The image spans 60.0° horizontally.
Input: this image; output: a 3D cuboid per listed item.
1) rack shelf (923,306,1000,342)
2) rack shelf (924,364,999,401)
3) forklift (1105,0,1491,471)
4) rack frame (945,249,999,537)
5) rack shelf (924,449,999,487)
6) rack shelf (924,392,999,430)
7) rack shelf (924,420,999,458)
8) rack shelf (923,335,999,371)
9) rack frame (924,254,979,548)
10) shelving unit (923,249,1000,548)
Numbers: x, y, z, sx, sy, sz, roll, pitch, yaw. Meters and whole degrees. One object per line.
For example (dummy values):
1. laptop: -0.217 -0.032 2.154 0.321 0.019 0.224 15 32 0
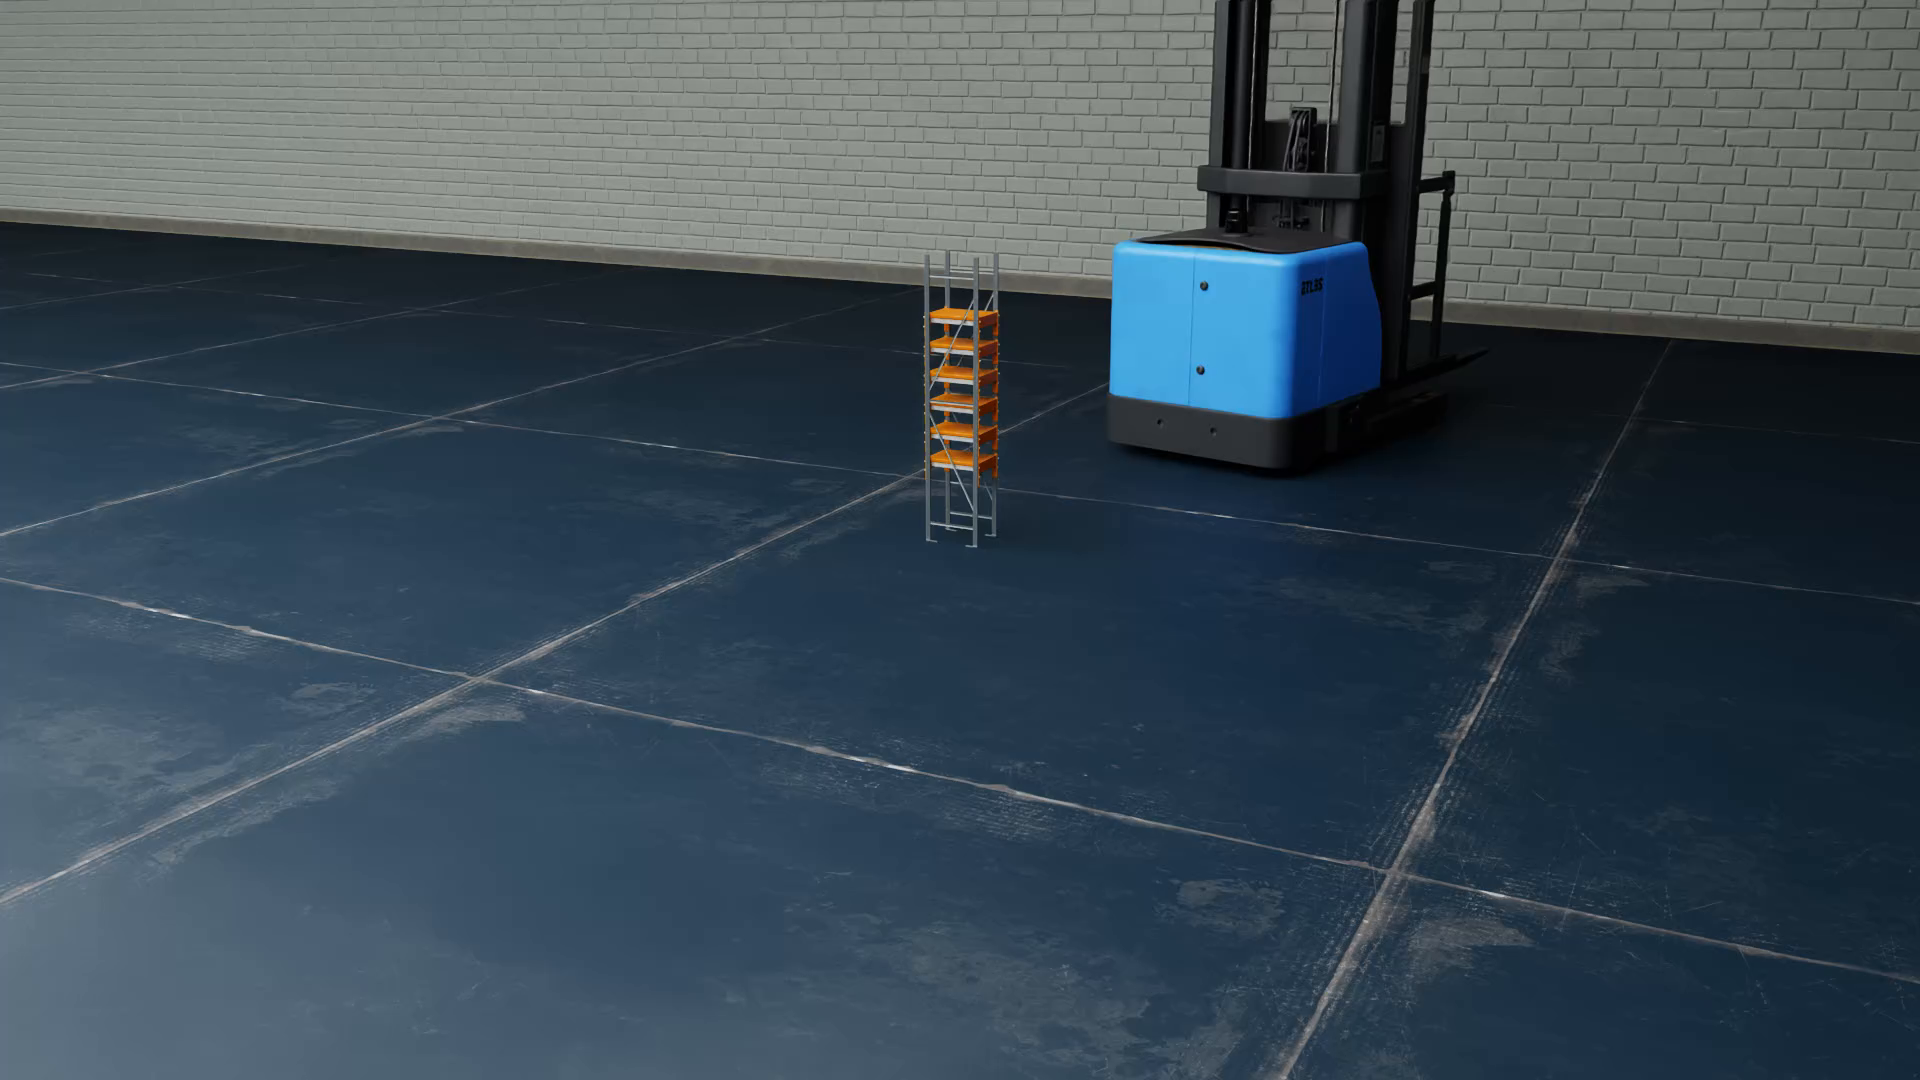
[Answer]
1. rack shelf: 0.006 -0.881 6.776 0.258 0.103 0.180 8 18 25
2. rack shelf: 0.006 -0.651 6.844 0.258 0.103 0.180 8 18 25
3. forklift: 2.055 -2.093 8.924 1.130 2.935 3.031 13 21 37
4. rack frame: 0.047 -0.602 6.944 0.240 1.200 0.006 8 18 25
5. rack shelf: 0.006 -0.306 6.947 0.258 0.103 0.180 8 18 25
6. rack shelf: 0.006 -0.536 6.879 0.258 0.103 0.180 8 18 25
7. rack shelf: 0.006 -0.421 6.913 0.258 0.103 0.180 8 18 25
8. rack shelf: 0.006 -0.766 6.810 0.258 0.103 0.180 8 18 25
9. rack frame: -0.034 -0.556 6.787 0.240 1.200 0.006 8 18 25
10. shelving unit: 0.006 -0.579 6.866 0.258 1.200 0.189 8 18 25
